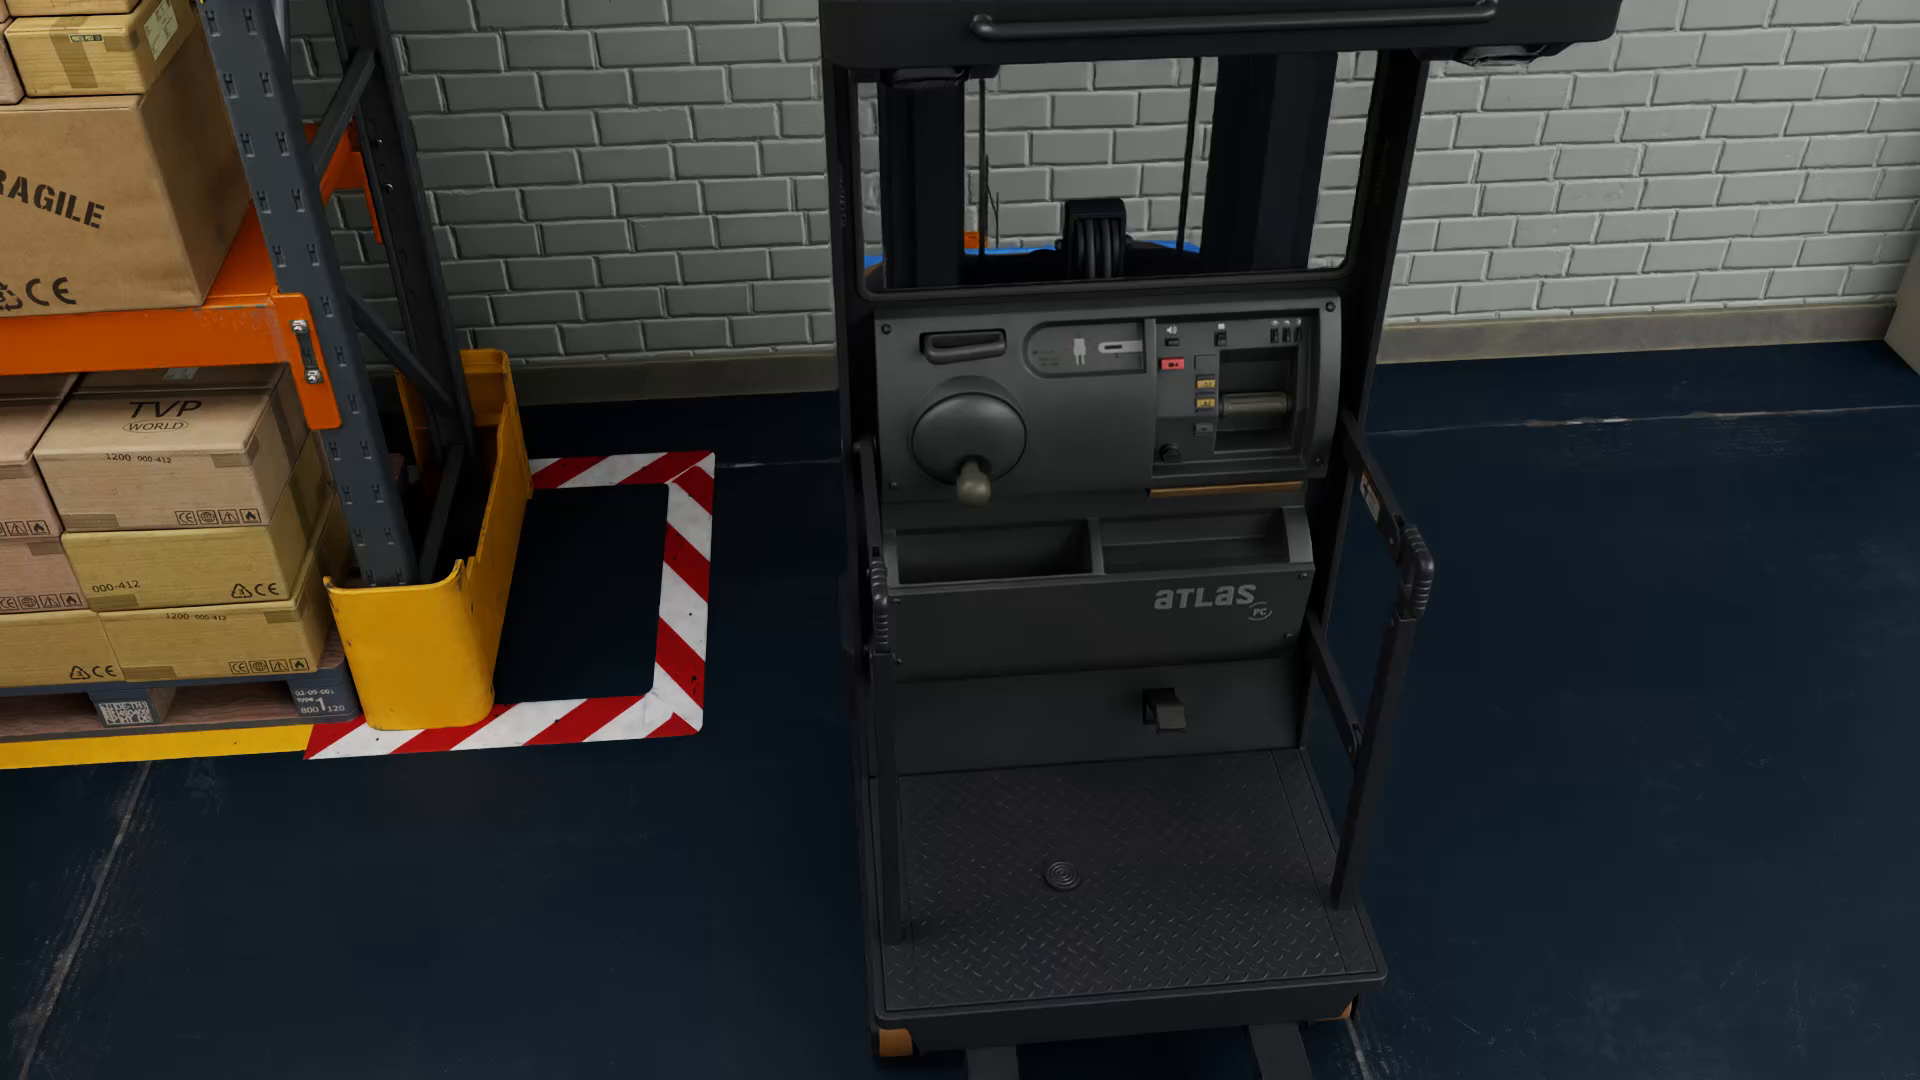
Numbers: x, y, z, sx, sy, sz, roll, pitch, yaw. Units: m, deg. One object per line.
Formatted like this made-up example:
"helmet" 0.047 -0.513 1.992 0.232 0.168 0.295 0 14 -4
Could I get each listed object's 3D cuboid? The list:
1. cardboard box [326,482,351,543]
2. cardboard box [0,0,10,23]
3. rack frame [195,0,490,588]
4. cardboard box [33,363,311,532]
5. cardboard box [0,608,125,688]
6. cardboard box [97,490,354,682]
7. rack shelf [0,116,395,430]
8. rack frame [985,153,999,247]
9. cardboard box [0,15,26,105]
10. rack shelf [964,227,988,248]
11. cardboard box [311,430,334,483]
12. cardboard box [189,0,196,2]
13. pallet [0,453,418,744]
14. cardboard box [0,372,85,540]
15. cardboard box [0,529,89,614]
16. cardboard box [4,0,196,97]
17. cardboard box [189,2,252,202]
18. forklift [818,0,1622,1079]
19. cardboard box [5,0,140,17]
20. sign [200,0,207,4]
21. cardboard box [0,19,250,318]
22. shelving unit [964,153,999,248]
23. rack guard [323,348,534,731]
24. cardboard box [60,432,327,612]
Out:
"cardboard box" -2.058 -0.195 4.957 0.500 0.250 0.500 -3 38 -4
"cardboard box" -2.132 -1.244 3.561 0.250 0.149 0.380 -3 38 -4
"rack frame" -1.551 -1.016 4.116 0.127 3.000 1.000 -3 38 -4
"cardboard box" -1.982 -0.276 4.252 0.500 0.250 0.500 -2 38 -2
"cardboard box" -2.488 0.141 4.531 0.500 0.250 0.500 -3 38 -4
"cardboard box" -1.991 0.119 4.558 0.500 0.250 0.500 -3 38 -4
"rack shelf" -3.544 -0.624 4.200 4.000 0.370 1.077 -3 38 -4
"rack frame" 0.088 -0.548 4.976 0.006 1.200 0.240 -4 38 -5
"cardboard box" -2.124 -1.086 3.600 0.250 0.149 0.380 -3 38 -3
"rack shelf" -0.002 -0.789 4.772 0.180 0.103 0.258 -4 38 -5
"cardboard box" -2.038 -0.400 4.813 0.500 0.250 0.500 -2 38 -3
"cardboard box" -1.912 -1.451 4.064 0.250 0.149 0.380 -4 38 -5
"pallet" -2.309 0.146 4.894 1.213 0.211 1.003 -3 38 -4
"cardboard box" -2.491 -0.245 4.212 0.500 0.250 0.500 -2 38 -3
"cardboard box" -2.509 -0.057 4.378 0.500 0.250 0.500 -3 38 -4
"cardboard box" -1.872 -1.118 3.641 0.250 0.149 0.380 -3 38 -3
"cardboard box" -2.069 -1.200 4.268 0.500 0.500 0.500 -2 38 -3
"forklift" 0.321 -0.208 3.148 1.130 2.935 3.031 -3 38 -4
"cardboard box" -1.890 -1.277 3.602 0.250 0.149 0.380 -3 38 -4
"sign" -1.517 -1.228 3.259 0.005 0.325 0.100 -3 38 -4
"cardboard box" -2.018 -0.866 3.846 0.500 0.500 0.500 -4 38 -5
"shelving unit" -0.002 -0.542 4.968 0.189 1.200 0.258 -4 38 -5
"rack guard" -1.527 -0.036 4.892 0.348 0.500 1.175 -3 38 -4
"cardboard box" -2.009 -0.078 4.405 0.500 0.250 0.500 -4 38 -5
